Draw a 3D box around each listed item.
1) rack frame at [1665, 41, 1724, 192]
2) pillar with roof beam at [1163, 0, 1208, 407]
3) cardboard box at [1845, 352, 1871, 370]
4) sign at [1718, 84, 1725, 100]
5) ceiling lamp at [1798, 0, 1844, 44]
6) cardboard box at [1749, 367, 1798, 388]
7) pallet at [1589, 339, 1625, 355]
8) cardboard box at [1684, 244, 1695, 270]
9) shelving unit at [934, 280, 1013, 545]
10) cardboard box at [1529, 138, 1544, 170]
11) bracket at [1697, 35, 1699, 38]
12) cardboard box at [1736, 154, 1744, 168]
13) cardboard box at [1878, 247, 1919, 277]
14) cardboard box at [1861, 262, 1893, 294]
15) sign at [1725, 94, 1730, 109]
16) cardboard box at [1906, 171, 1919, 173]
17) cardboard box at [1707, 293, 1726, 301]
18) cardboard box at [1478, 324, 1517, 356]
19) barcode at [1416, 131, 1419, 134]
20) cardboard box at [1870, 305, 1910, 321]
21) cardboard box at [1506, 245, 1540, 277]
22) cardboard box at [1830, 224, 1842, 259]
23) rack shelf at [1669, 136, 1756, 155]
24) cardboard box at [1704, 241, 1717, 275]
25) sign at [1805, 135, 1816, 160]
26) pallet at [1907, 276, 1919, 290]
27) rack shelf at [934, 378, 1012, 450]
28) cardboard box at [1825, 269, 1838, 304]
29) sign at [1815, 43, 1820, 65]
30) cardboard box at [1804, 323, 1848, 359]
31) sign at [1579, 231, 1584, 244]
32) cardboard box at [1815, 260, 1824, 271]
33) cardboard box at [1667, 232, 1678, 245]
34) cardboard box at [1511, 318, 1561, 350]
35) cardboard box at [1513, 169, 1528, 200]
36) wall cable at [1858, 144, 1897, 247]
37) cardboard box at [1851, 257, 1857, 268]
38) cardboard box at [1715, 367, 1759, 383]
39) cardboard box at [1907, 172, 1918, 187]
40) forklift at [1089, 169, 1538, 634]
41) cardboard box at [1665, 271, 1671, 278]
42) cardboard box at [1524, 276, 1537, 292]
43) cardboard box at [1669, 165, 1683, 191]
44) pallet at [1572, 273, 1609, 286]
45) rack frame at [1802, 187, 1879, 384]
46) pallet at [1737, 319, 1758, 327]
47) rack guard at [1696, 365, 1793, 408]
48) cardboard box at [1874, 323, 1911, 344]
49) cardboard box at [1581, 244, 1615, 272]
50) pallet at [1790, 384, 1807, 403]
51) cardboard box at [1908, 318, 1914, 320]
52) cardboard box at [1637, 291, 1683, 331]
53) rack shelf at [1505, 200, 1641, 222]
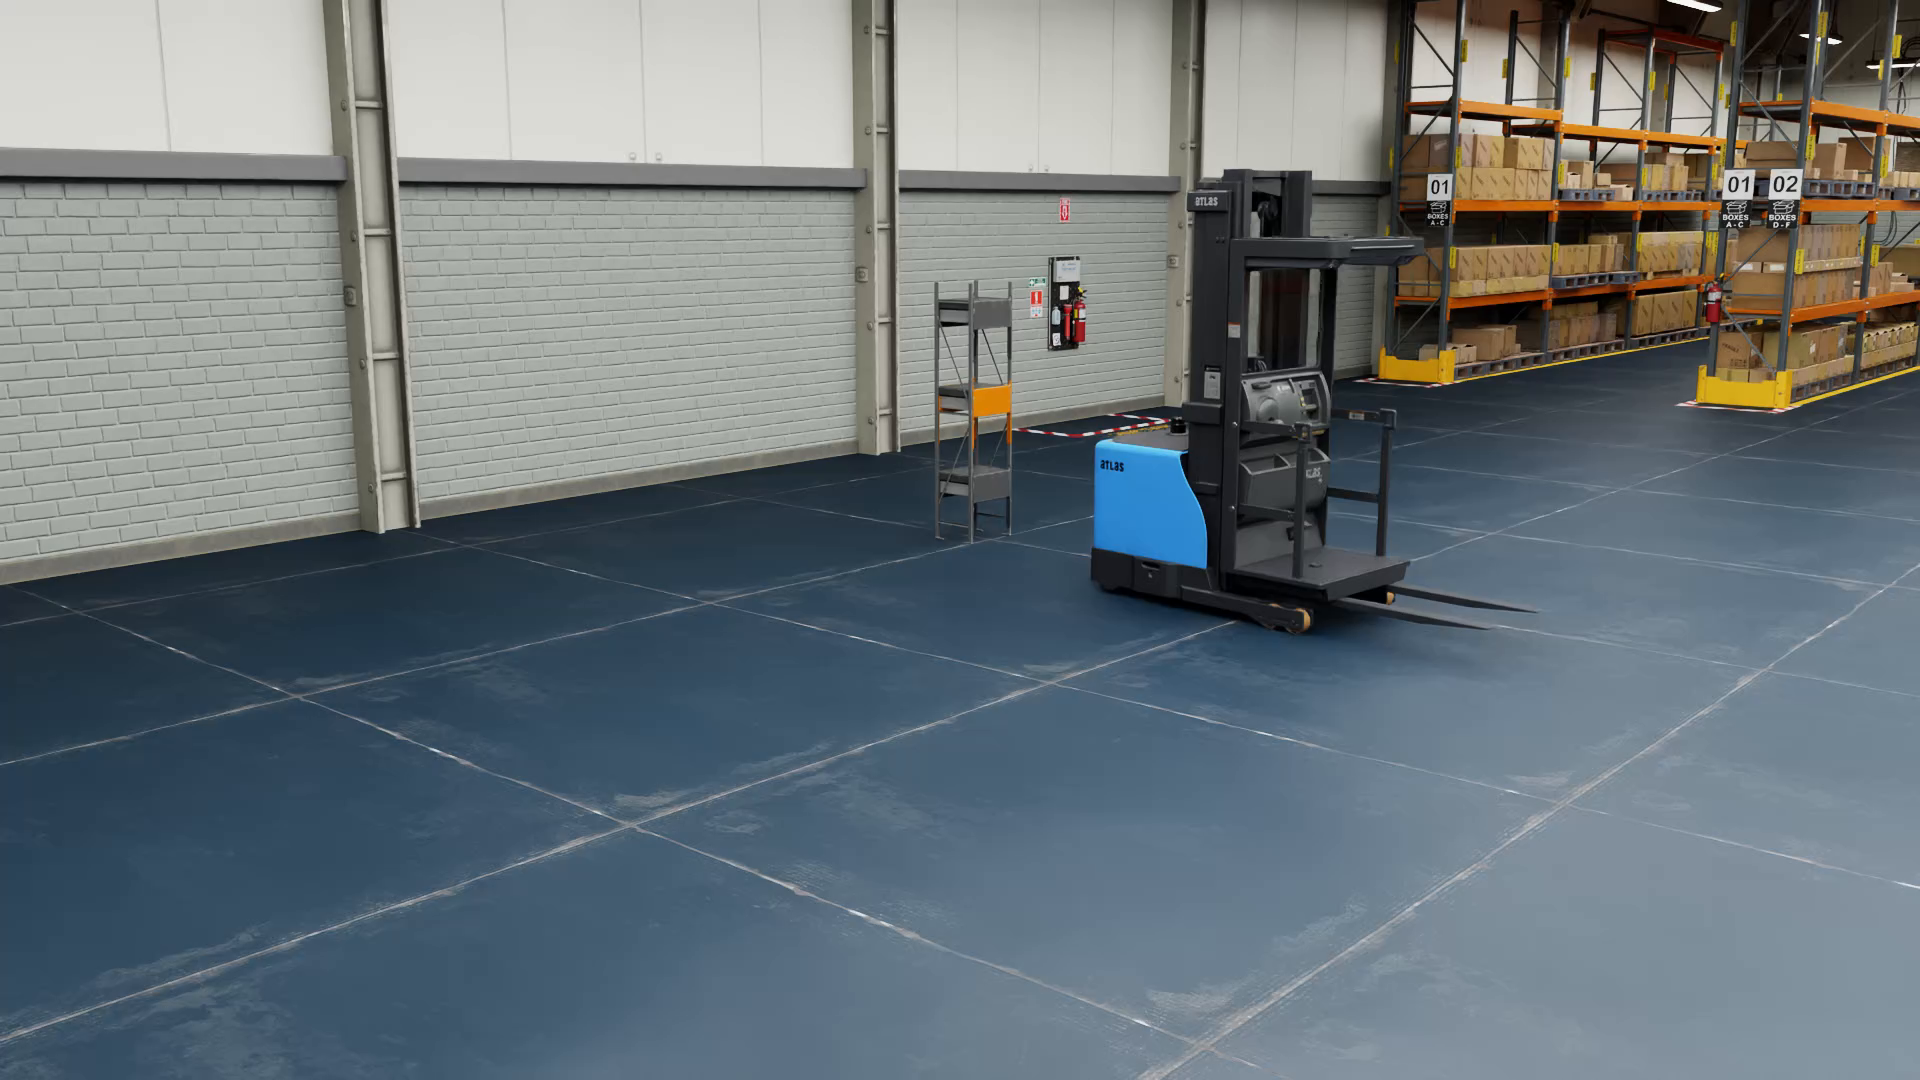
[{"bbox_3d":[15.120,-8.715,34.371,1.000,3.000,0.127,10,15,40],"label":"rack frame"},{"bbox_3d":[6.285,-5.725,19.401,9.100,9.000,0.400,10,15,40],"label":"pillar with roof beam"},{"bbox_3d":[14.015,-2.841,26.227,0.500,0.250,0.500,9,15,39],"label":"cardboard box"},{"bbox_3d":[15.536,-9.144,33.929,0.100,0.325,0.005,10,15,40],"label":"sign"},{"bbox_3d":[16.677,-11.092,31.368,0.800,3.185,2.000,10,15,40],"label":"ceiling lamp"},{"bbox_3d":[11.444,-2.276,23.394,0.500,0.250,0.500,10,15,40],"label":"cardboard box"},{"bbox_3d":[11.963,-3.703,31.711,1.003,0.211,1.213,10,15,40],"label":"pallet"},{"bbox_3d":[14.676,-5.801,34.032,0.500,0.500,0.500,10,15,41],"label":"cardboard box"},{"bbox_3d":[0.109,-1.054,13.627,0.431,2.100,0.503,10,15,40],"label":"shelving unit"},{"bbox_3d":[9.357,-6.425,27.705,0.500,0.500,0.500,11,16,43],"label":"cardboard box"},{"bbox_3d":[15.473,-10.710,35.170,0.235,0.232,0.430,10,15,40],"label":"bracket"},{"bbox_3d":[16.458,-8.012,35.649,0.500,0.500,0.500,10,15,41],"label":"cardboard box"},{"bbox_3d":[16.535,-4.907,29.294,0.700,0.500,0.500,4,12,21],"label":"cardboard box"},{"bbox_3d":[15.108,-4.345,27.552,0.500,0.500,0.500,9,14,37],"label":"cardboard box"},{"bbox_3d":[17.348,-9.912,37.574,0.100,0.325,0.005,10,15,40],"label":"sign"},{"bbox_3d":[16.466,-6.133,28.848,0.910,0.500,0.500,10,15,40],"label":"cardboard box"},{"bbox_3d":[16.399,-5.272,36.102,0.380,0.149,0.250,9,15,39],"label":"cardboard box"},{"bbox_3d":[9.185,-3.428,28.477,0.500,0.500,0.500,8,14,36],"label":"cardboard box"},{"bbox_3d":[7.292,-6.481,26.506,0.001,0.075,0.075,10,15,40],"label":"barcode"},{"bbox_3d":[16.679,-4.079,29.822,0.500,0.250,0.500,11,15,42],"label":"cardboard box"},{"bbox_3d":[9.435,-4.717,28.085,0.500,0.500,0.500,10,15,40],"label":"cardboard box"},{"bbox_3d":[12.611,-4.427,24.652,0.700,0.500,0.500,10,15,40],"label":"cardboard box"},{"bbox_3d":[16.441,-8.461,35.954,1.077,0.370,4.000,10,15,40],"label":"rack shelf"},{"bbox_3d":[15.491,-5.998,35.318,0.980,0.700,0.700,10,15,41],"label":"cardboard box"},{"bbox_3d":[11.336,-5.234,22.164,0.100,0.325,0.005,10,15,40],"label":"sign"},{"bbox_3d":[16.598,-4.560,29.372,1.213,0.211,1.003,10,15,40],"label":"pallet"},{"bbox_3d":[0.109,-1.041,13.630,0.431,0.518,0.480,10,15,40],"label":"rack shelf"},{"bbox_3d":[12.598,-3.788,24.761,0.700,0.500,0.500,10,15,41],"label":"cardboard box"},{"bbox_3d":[13.148,-7.464,25.517,0.100,0.325,0.005,10,15,40],"label":"sign"},{"bbox_3d":[13.082,-3.013,25.173,0.500,0.500,0.500,10,15,40],"label":"cardboard box"},{"bbox_3d":[12.061,-5.824,32.256,0.100,0.325,0.005,10,15,40],"label":"sign"},{"bbox_3d":[12.192,-3.955,23.942,0.380,0.149,0.250,10,15,40],"label":"cardboard box"},{"bbox_3d":[13.987,-6.020,33.213,0.500,0.250,0.500,9,15,39],"label":"cardboard box"},{"bbox_3d":[10.313,-3.697,29.820,0.700,0.500,0.500,10,15,42],"label":"cardboard box"},{"bbox_3d":[9.011,-5.861,27.431,0.500,0.500,0.500,9,14,38],"label":"cardboard box"},{"bbox_3d":[21.763,-8.567,41.557,3.097,2.526,0.112,10,15,40],"label":"wall cable"},{"bbox_3d":[13.380,-4.220,25.269,0.380,0.149,0.250,9,15,39],"label":"cardboard box"},{"bbox_3d":[11.055,-2.343,23.730,0.500,0.250,0.500,10,15,40],"label":"cardboard box"},{"bbox_3d":[15.614,-5.995,27.719,0.500,0.250,0.500,10,15,42],"label":"cardboard box"},{"bbox_3d":[2.317,-0.949,10.977,1.130,2.935,3.031,-11,16,-43],"label":"forklift"},{"bbox_3d":[14.054,-5.355,33.453,0.380,0.149,0.250,10,15,42],"label":"cardboard box"},{"bbox_3d":[9.420,-4.352,28.172,0.500,0.250,0.500,10,15,41],"label":"cardboard box"},{"bbox_3d":[14.138,-7.304,33.583,0.700,0.500,0.500,9,15,39],"label":"cardboard box"},{"bbox_3d":[11.204,-4.794,30.546,1.003,0.211,1.213,10,15,40],"label":"pallet"},{"bbox_3d":[13.563,-3.956,25.862,1.000,3.000,0.127,10,15,40],"label":"rack frame"},{"bbox_3d":[17.292,-4.867,37.539,1.003,0.211,1.213,10,15,40],"label":"pallet"},{"bbox_3d":[10.907,-2.139,23.142,1.175,0.500,0.348,10,15,40],"label":"rack guard"},{"bbox_3d":[15.705,-3.491,28.049,0.500,0.311,0.500,9,15,39],"label":"cardboard box"},{"bbox_3d":[11.829,-5.293,31.177,0.700,0.500,0.500,8,14,35],"label":"cardboard box"},{"bbox_3d":[11.396,-2.119,23.779,1.003,0.211,1.213,10,15,40],"label":"pallet"},{"bbox_3d":[16.986,-3.779,30.232,0.500,0.500,0.500,9,14,38],"label":"cardboard box"},{"bbox_3d":[14.205,-4.682,33.908,0.750,0.750,0.750,10,15,42],"label":"cardboard box"},{"bbox_3d":[11.160,-6.009,30.316,1.077,0.370,4.000,10,15,40],"label":"rack shelf"}]
